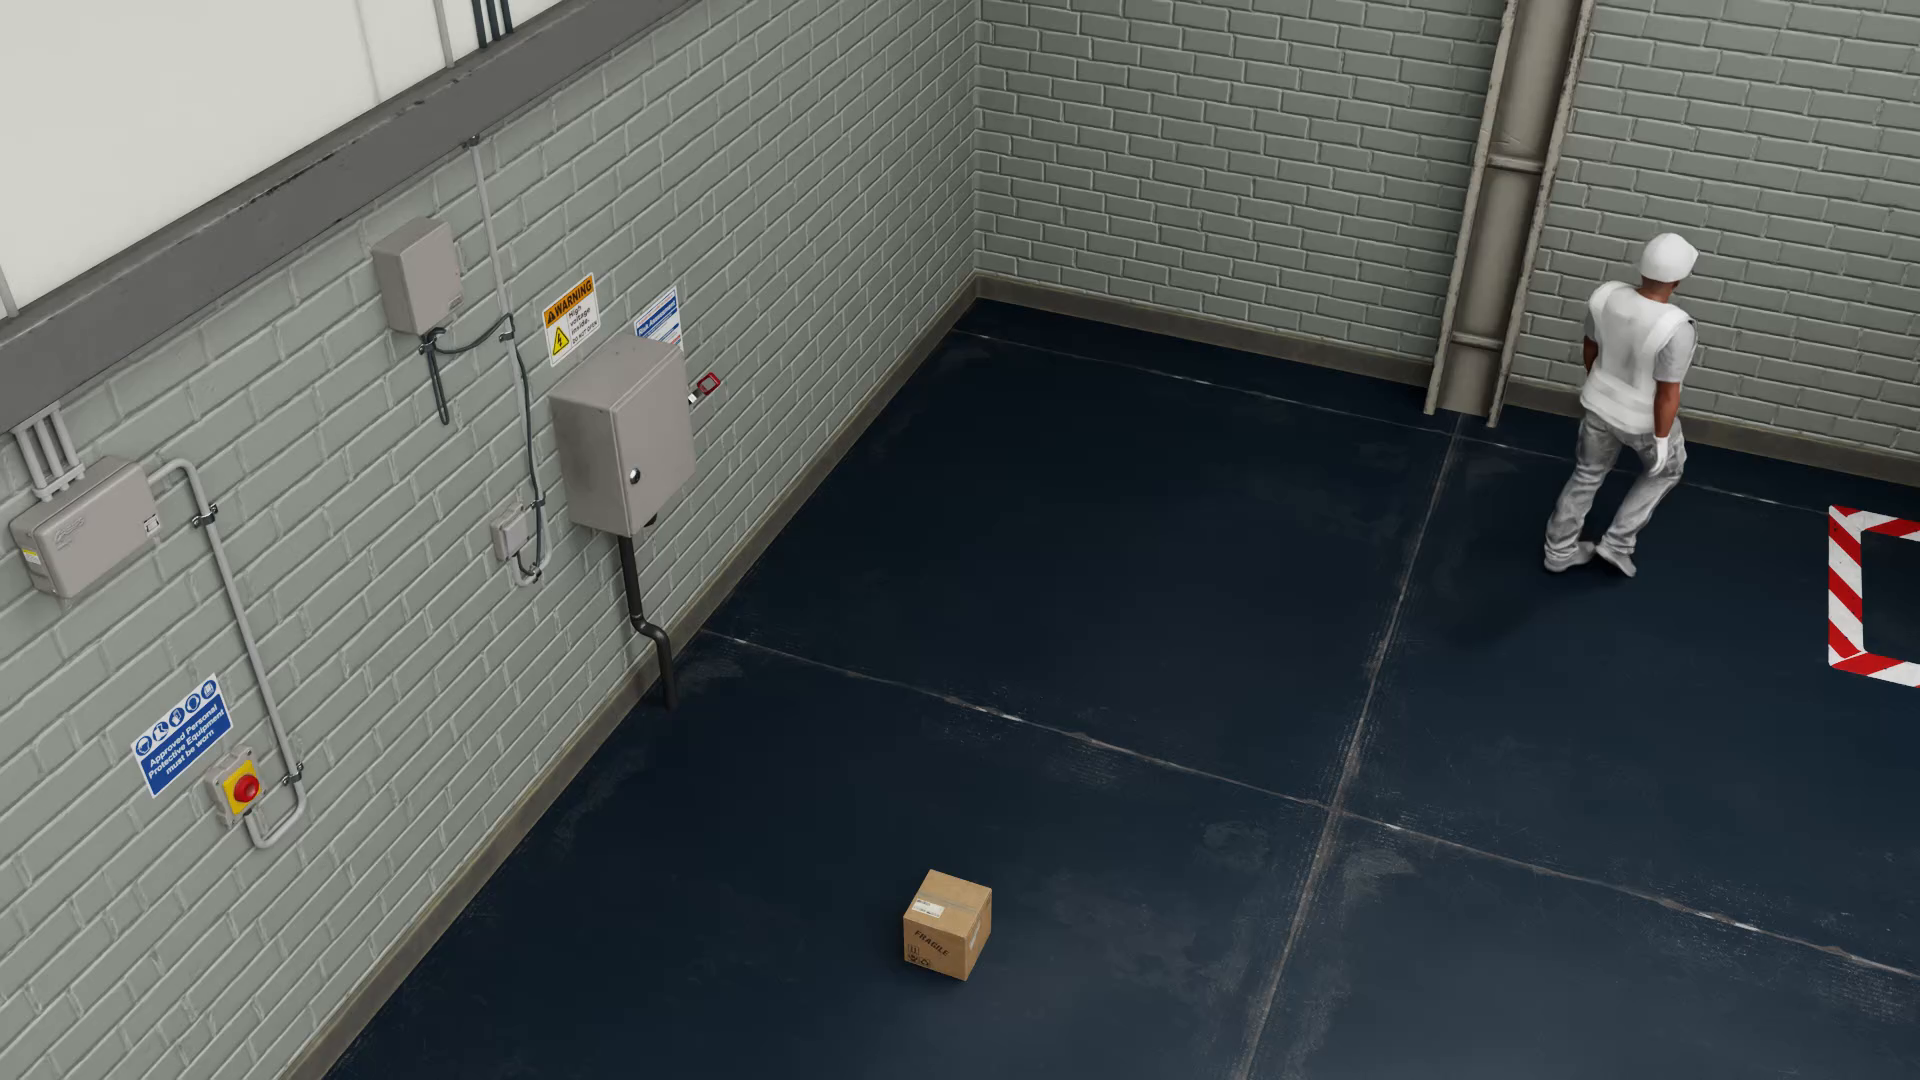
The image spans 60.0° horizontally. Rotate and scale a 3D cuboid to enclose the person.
[{"bbox_3d":[3.068,-0.585,7.580,0.487,1.832,0.598,-21,42,-25],"label":"person"}]
